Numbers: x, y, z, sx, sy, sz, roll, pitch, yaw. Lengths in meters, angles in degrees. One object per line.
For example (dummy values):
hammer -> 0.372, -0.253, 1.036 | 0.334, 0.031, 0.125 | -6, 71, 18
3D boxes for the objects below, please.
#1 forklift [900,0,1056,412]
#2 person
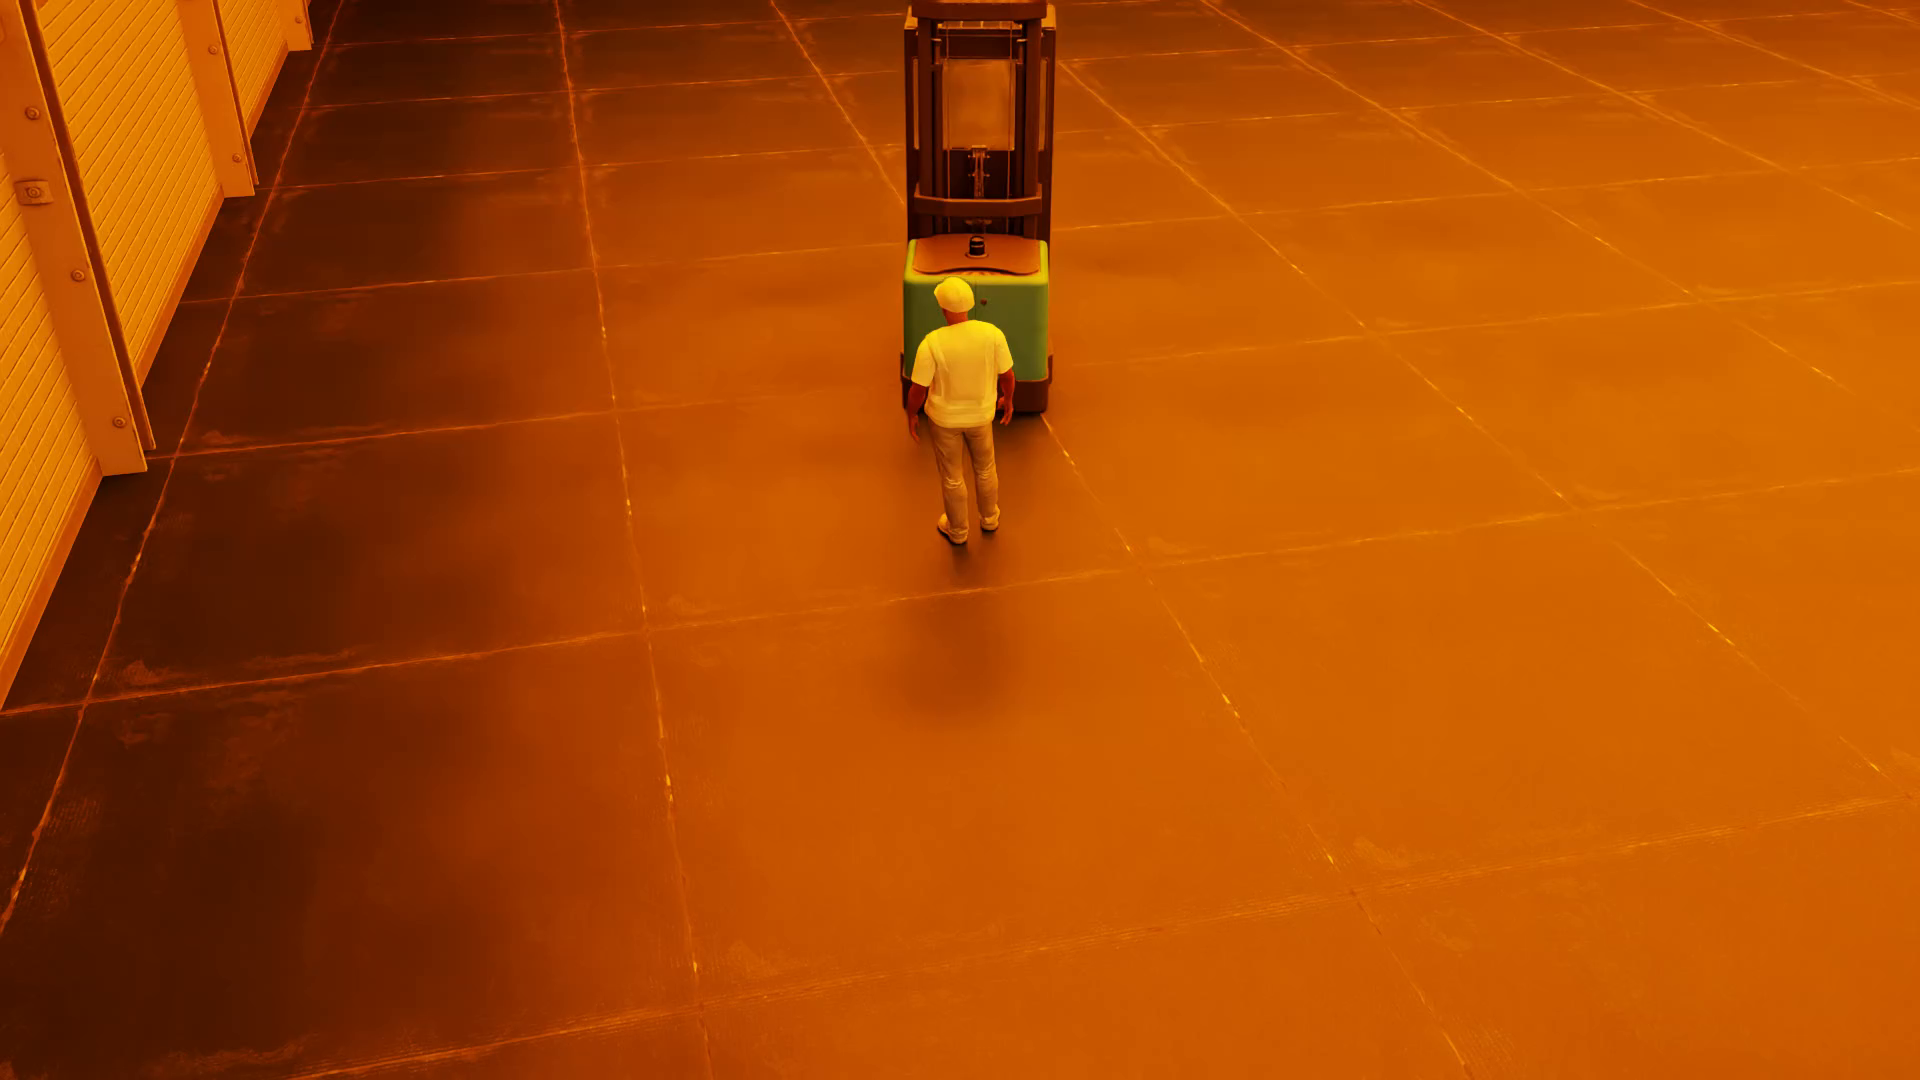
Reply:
forklift -> 0.151, -2.892, 12.570 | 1.130, 2.935, 3.031 | 1, 30, 1
person -> -0.010, -0.805, 10.113 | 0.665, 1.765, 0.577 | -7, 31, -12
